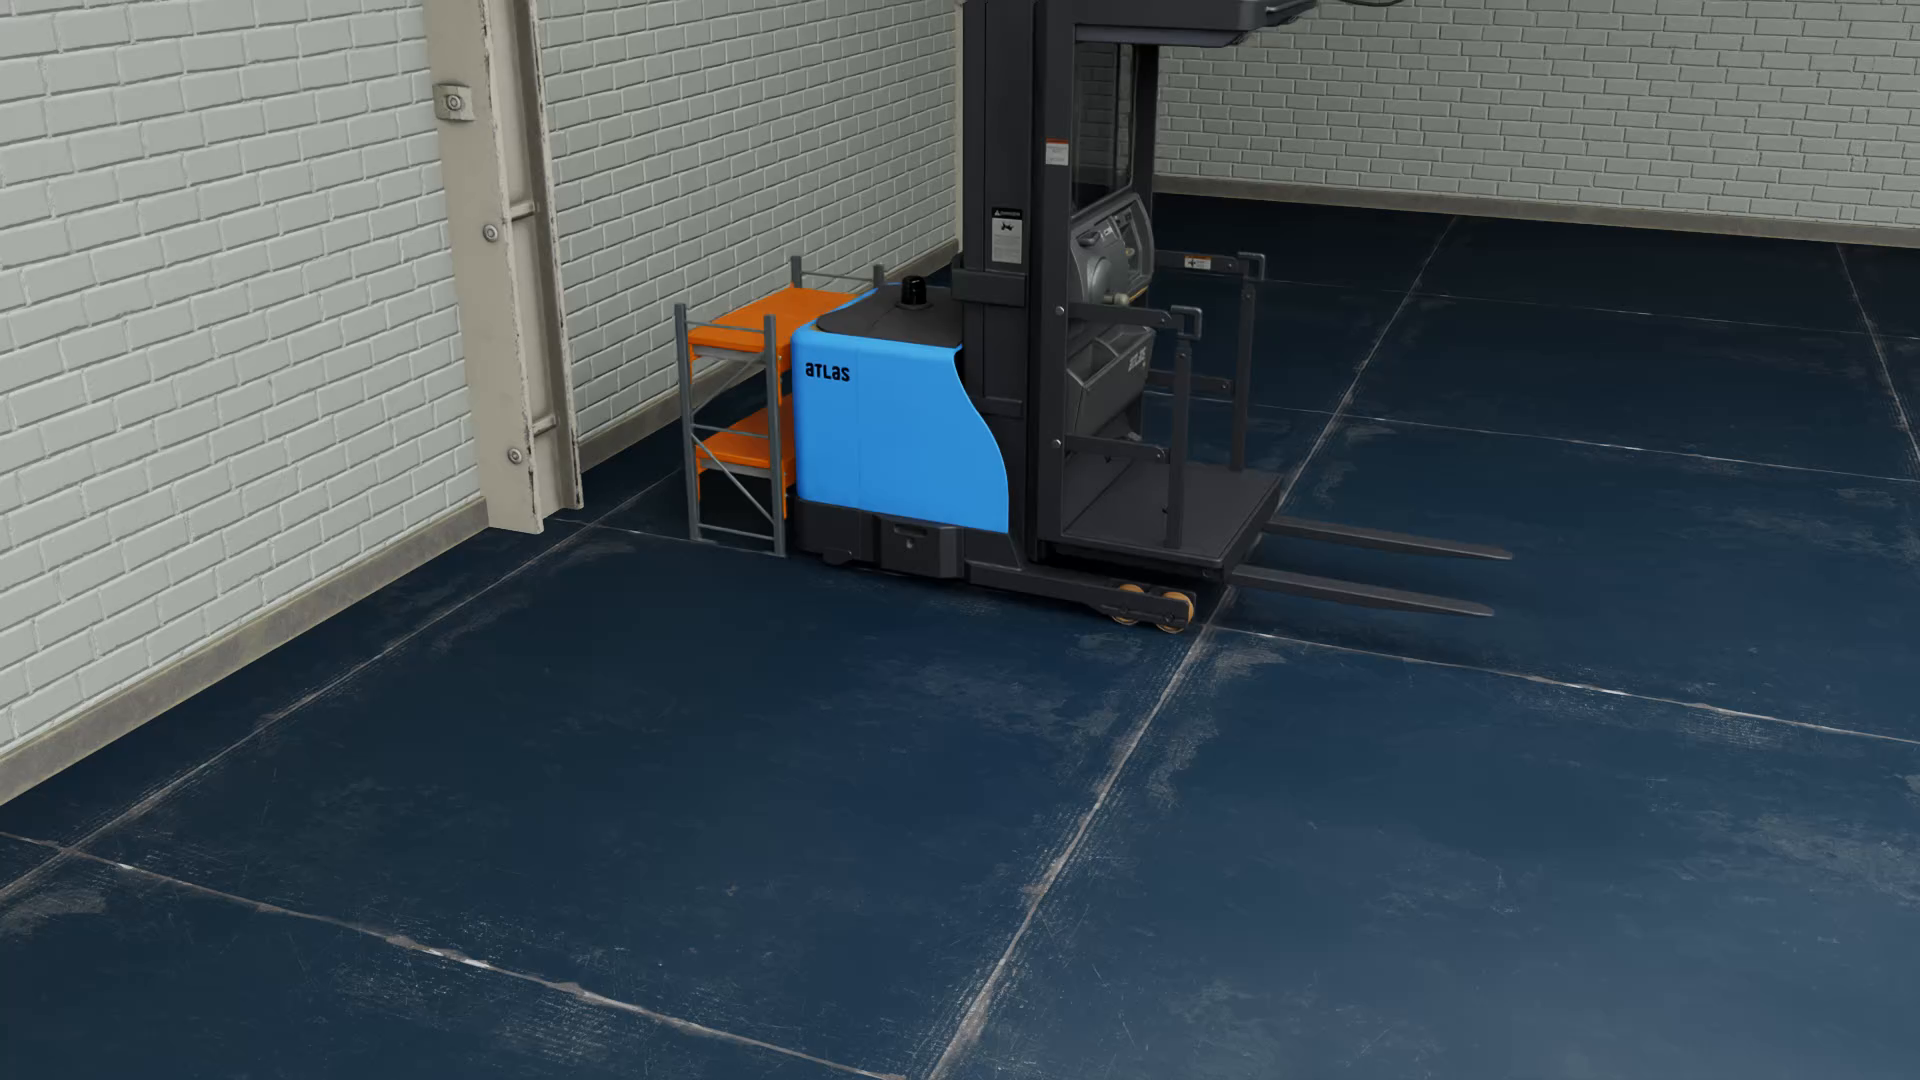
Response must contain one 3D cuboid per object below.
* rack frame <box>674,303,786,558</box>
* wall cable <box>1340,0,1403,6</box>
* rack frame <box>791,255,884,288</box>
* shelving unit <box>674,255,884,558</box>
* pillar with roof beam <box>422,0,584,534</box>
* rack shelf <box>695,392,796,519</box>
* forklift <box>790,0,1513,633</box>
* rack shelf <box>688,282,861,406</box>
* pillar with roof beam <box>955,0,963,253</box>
[{"bbox_3d":[-1.026,-0.484,7.450,0.500,1.125,0.032,10,25,23],"label":"rack frame"},{"bbox_3d":[2.496,-5.851,14.110,3.097,2.526,0.112,9,24,20],"label":"wall cable"},{"bbox_3d":[-0.599,-0.840,8.302,0.500,1.125,0.032,10,25,23],"label":"rack frame"},{"bbox_3d":[-0.813,-0.662,7.876,0.538,1.125,1.048,10,25,23],"label":"shelving unit"},{"bbox_3d":[1.942,-3.655,4.825,9.100,9.000,0.400,9,24,20],"label":"pillar with roof beam"},{"bbox_3d":[-0.813,-0.437,7.970,0.538,0.278,1.000,10,25,23],"label":"rack shelf"},{"bbox_3d":[0.819,-1.203,6.827,3.031,2.935,1.130,10,24,22],"label":"forklift"},{"bbox_3d":[-0.813,-0.932,7.763,0.538,0.278,1.000,10,25,23],"label":"rack shelf"},{"bbox_3d":[4.171,-5.802,9.965,9.100,9.000,0.400,9,24,20],"label":"pillar with roof beam"}]
